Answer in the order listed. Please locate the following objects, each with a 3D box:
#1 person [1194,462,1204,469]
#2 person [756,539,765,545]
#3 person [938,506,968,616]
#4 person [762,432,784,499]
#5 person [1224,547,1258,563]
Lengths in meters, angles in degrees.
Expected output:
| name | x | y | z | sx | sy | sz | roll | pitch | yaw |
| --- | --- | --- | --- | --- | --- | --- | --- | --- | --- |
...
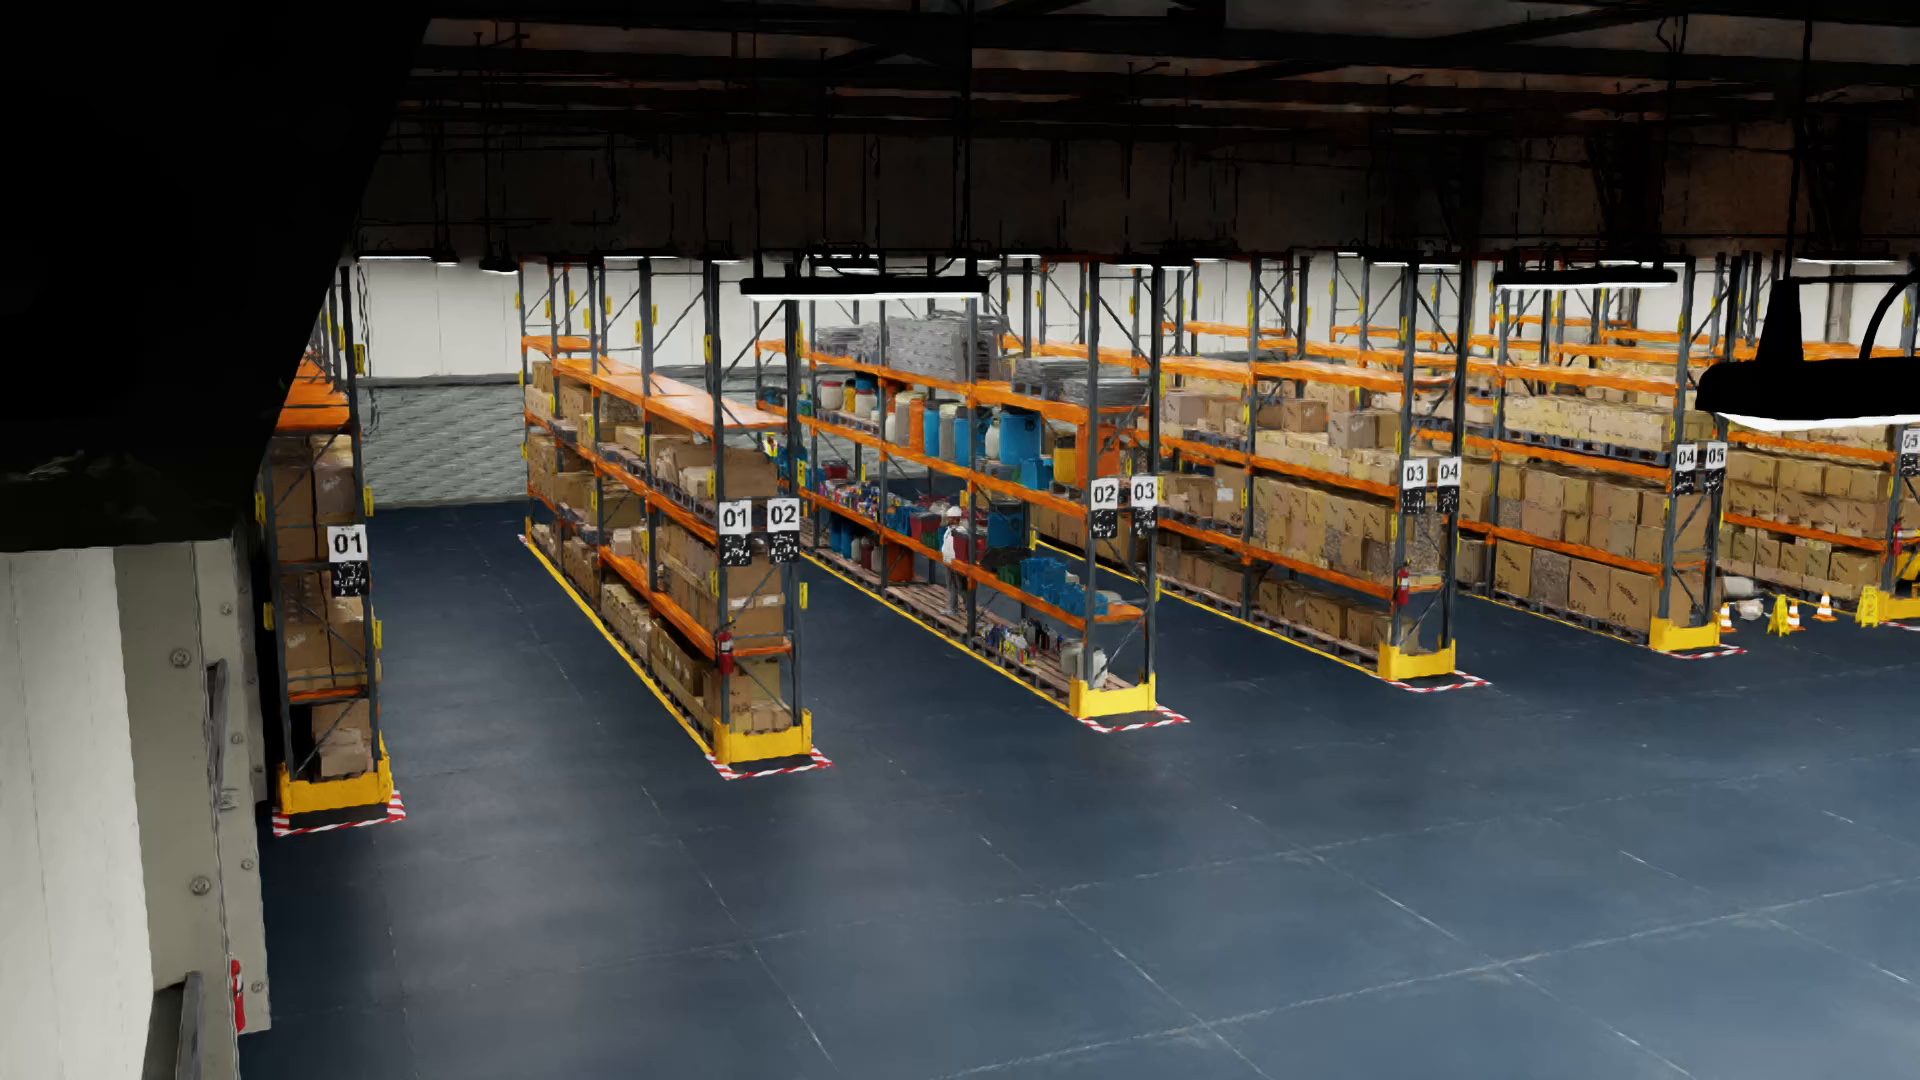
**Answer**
| name | x | y | z | sx | sy | sz | roll | pitch | yaw |
| --- | --- | --- | --- | --- | --- | --- | --- | --- | --- |
| person | 6.432 | -2.845 | 45.672 | 0.587 | 1.776 | 0.576 | 2 | 11 | 13 |
| person | -3.393 | 0.488 | 27.633 | 0.552 | 1.684 | 0.433 | 9 | 14 | 42 |
| person | -0.047 | 0.338 | 26.549 | 0.486 | 1.776 | 0.585 | -6 | 12 | -29 |
| person | -4.600 | -1.845 | 40.325 | 0.571 | 1.708 | 1.033 | -6 | 12 | -30 |
| person | 5.308 | -0.201 | 31.313 | 0.598 | 1.698 | 1.193 | -4 | 11 | -20 |
